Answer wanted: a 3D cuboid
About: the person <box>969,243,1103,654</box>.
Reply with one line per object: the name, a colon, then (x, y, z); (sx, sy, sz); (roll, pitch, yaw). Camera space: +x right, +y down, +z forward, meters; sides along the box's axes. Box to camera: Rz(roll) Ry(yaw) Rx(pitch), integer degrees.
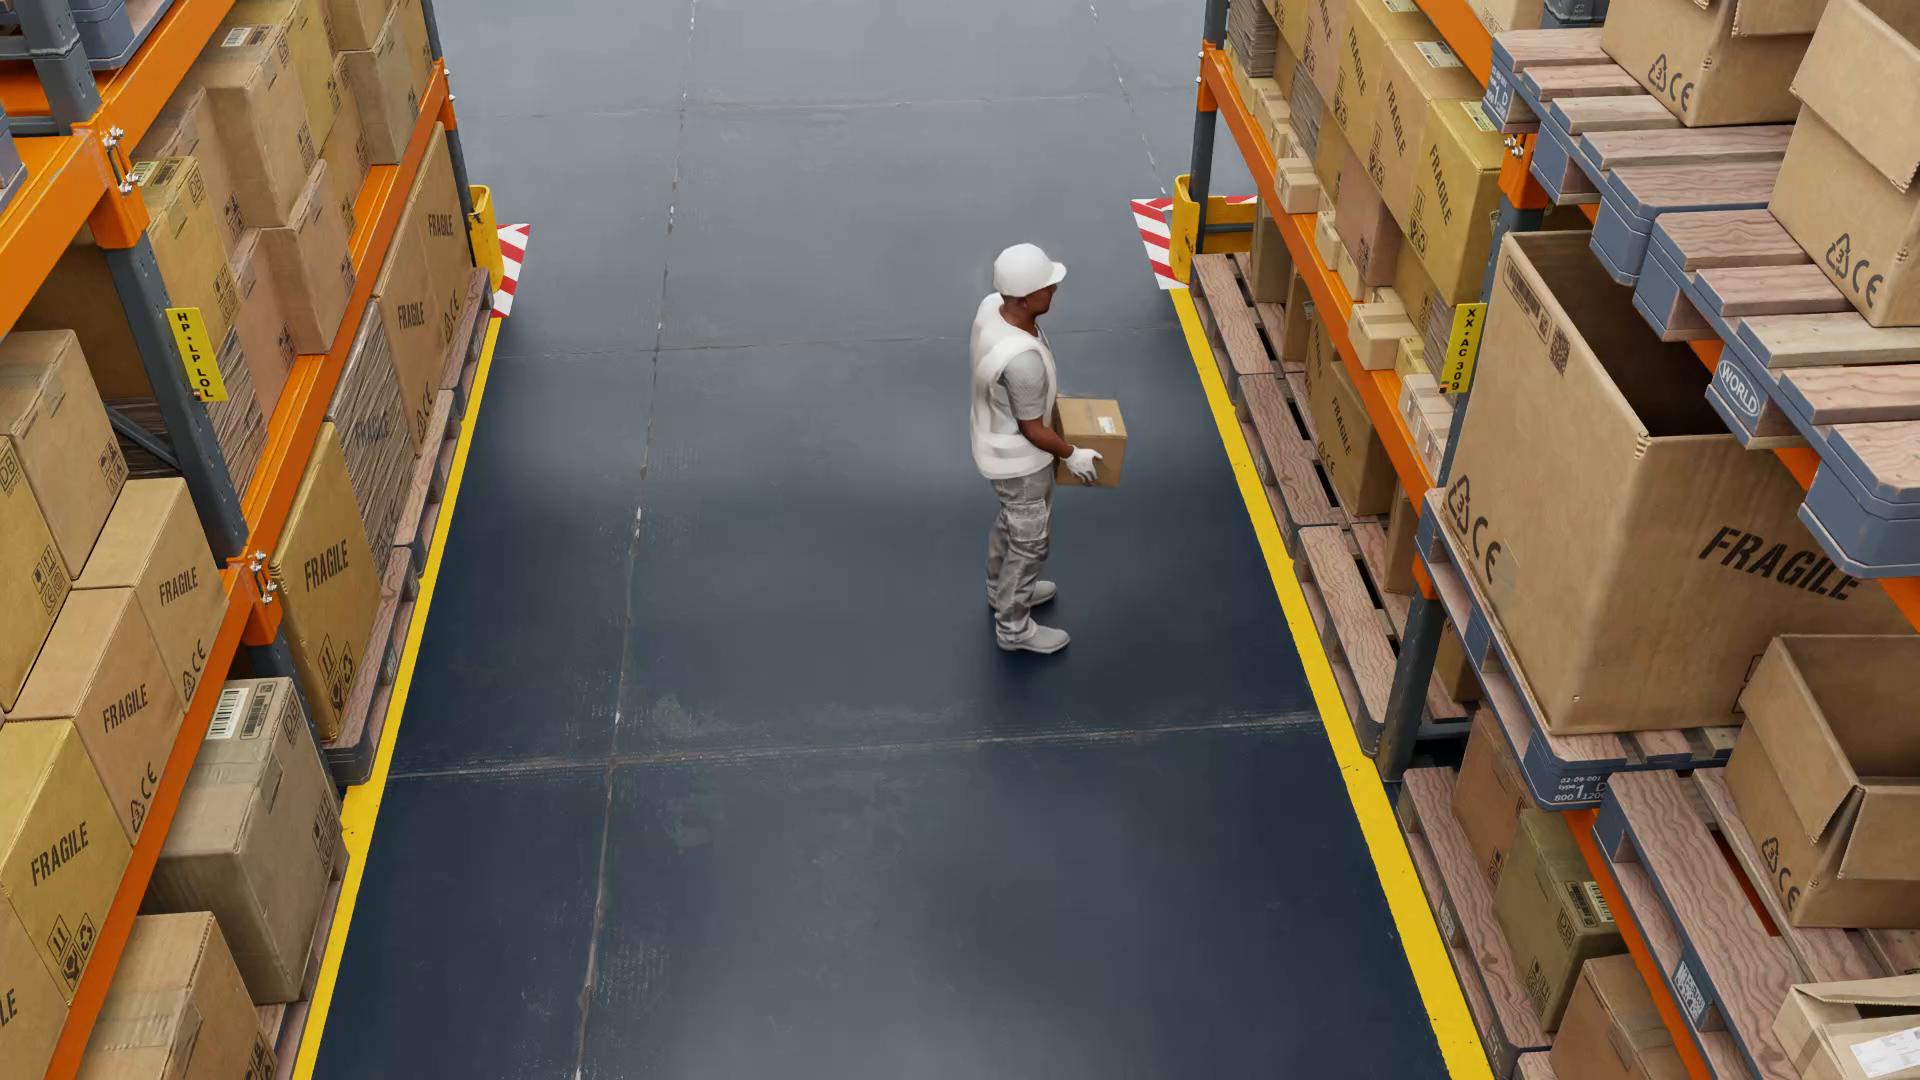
person: (0.293, -0.365, 6.589); (0.509, 1.788, 0.546); (-4, 39, -5)
